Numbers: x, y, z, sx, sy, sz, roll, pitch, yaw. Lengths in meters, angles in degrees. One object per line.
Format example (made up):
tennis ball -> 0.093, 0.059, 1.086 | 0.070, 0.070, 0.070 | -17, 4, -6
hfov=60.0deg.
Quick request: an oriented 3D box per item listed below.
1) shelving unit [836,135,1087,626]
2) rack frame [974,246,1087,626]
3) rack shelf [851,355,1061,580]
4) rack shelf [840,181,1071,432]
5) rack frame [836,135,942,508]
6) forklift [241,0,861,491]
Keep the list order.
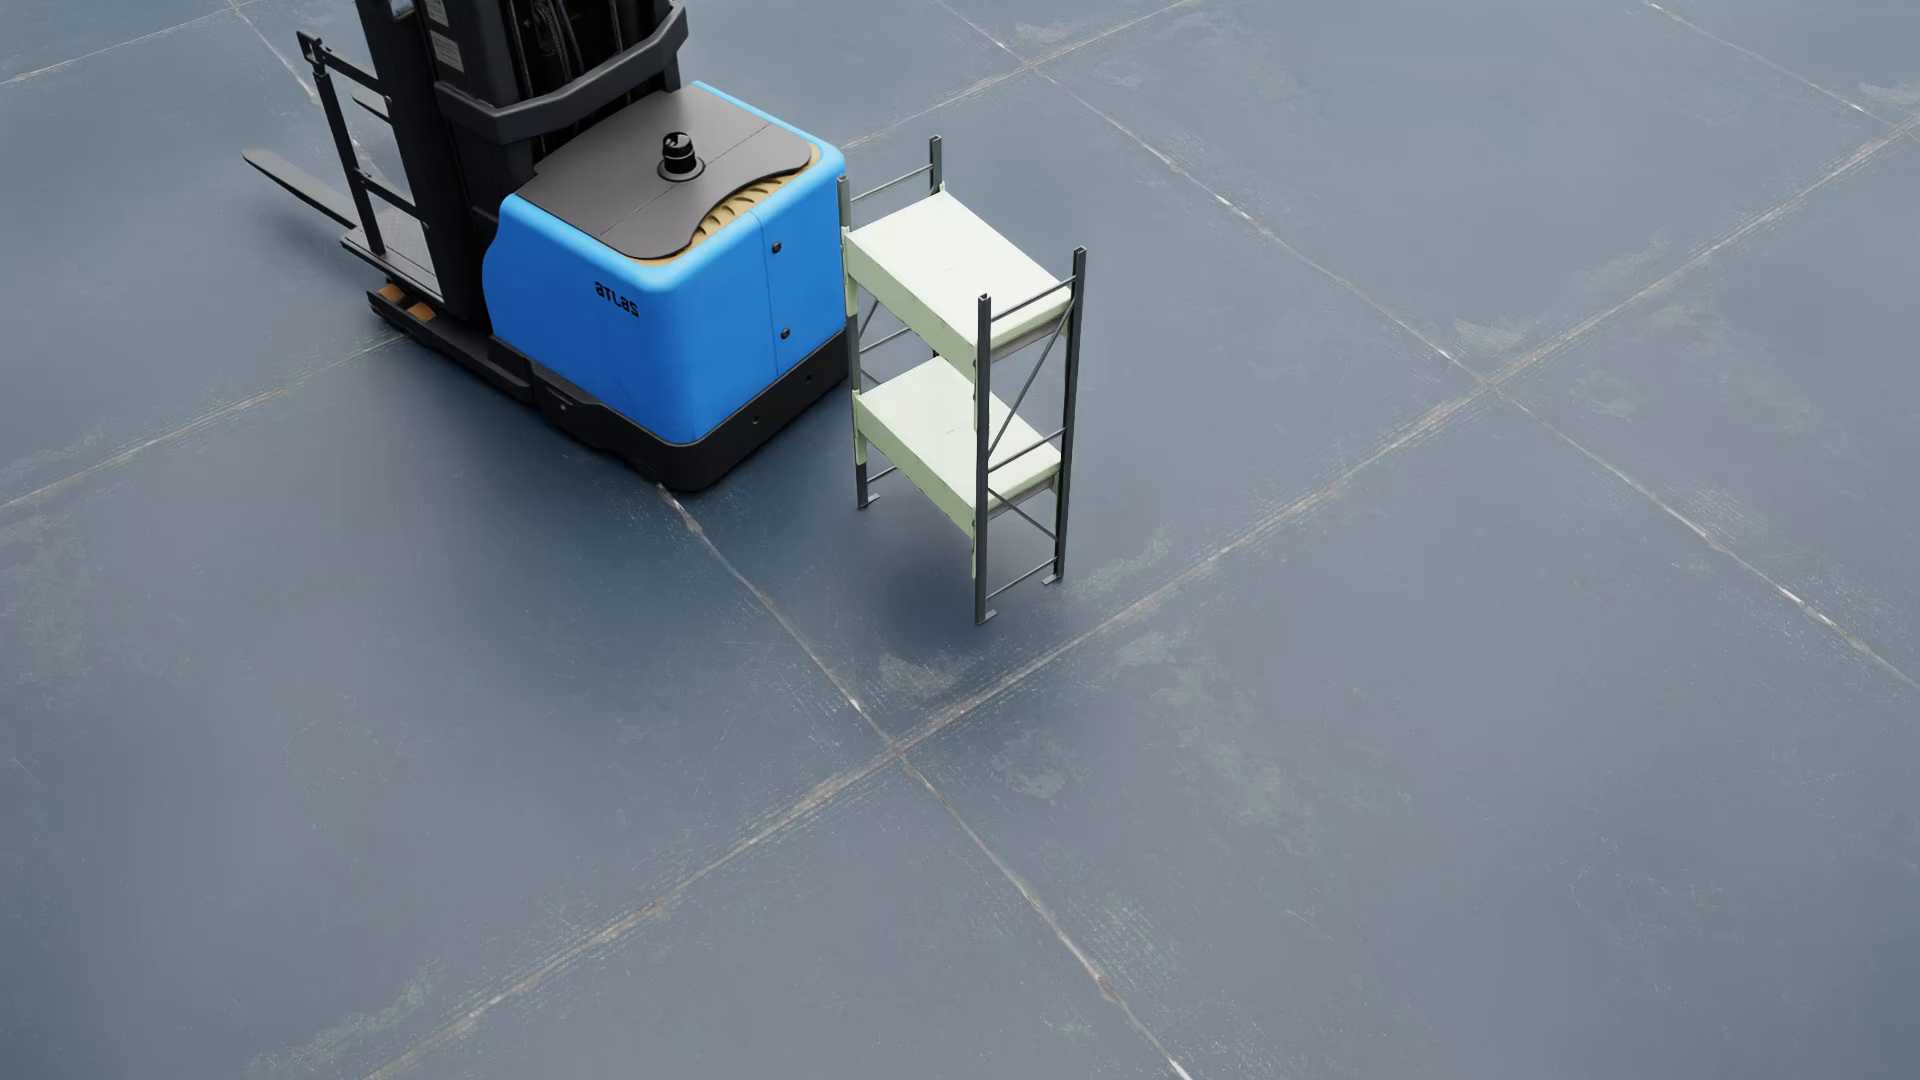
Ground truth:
shelving unit -> -0.004, -0.508, 5.698 | 0.431, 1.500, 0.755 | -29, 54, -24
rack frame -> 0.218, -0.292, 5.502 | 0.400, 1.500, 0.023 | -29, 54, -24
rack shelf -> -0.004, -0.289, 5.939 | 0.431, 0.370, 0.720 | -29, 54, -24
rack shelf -> -0.004, -0.770, 5.409 | 0.431, 0.370, 0.720 | -29, 54, -24
rack frame -> -0.226, -0.723, 5.894 | 0.400, 1.500, 0.023 | -29, 54, -24
forklift -> -1.875, -2.091, 6.168 | 3.031, 2.935, 1.130 | 31, 55, 25
